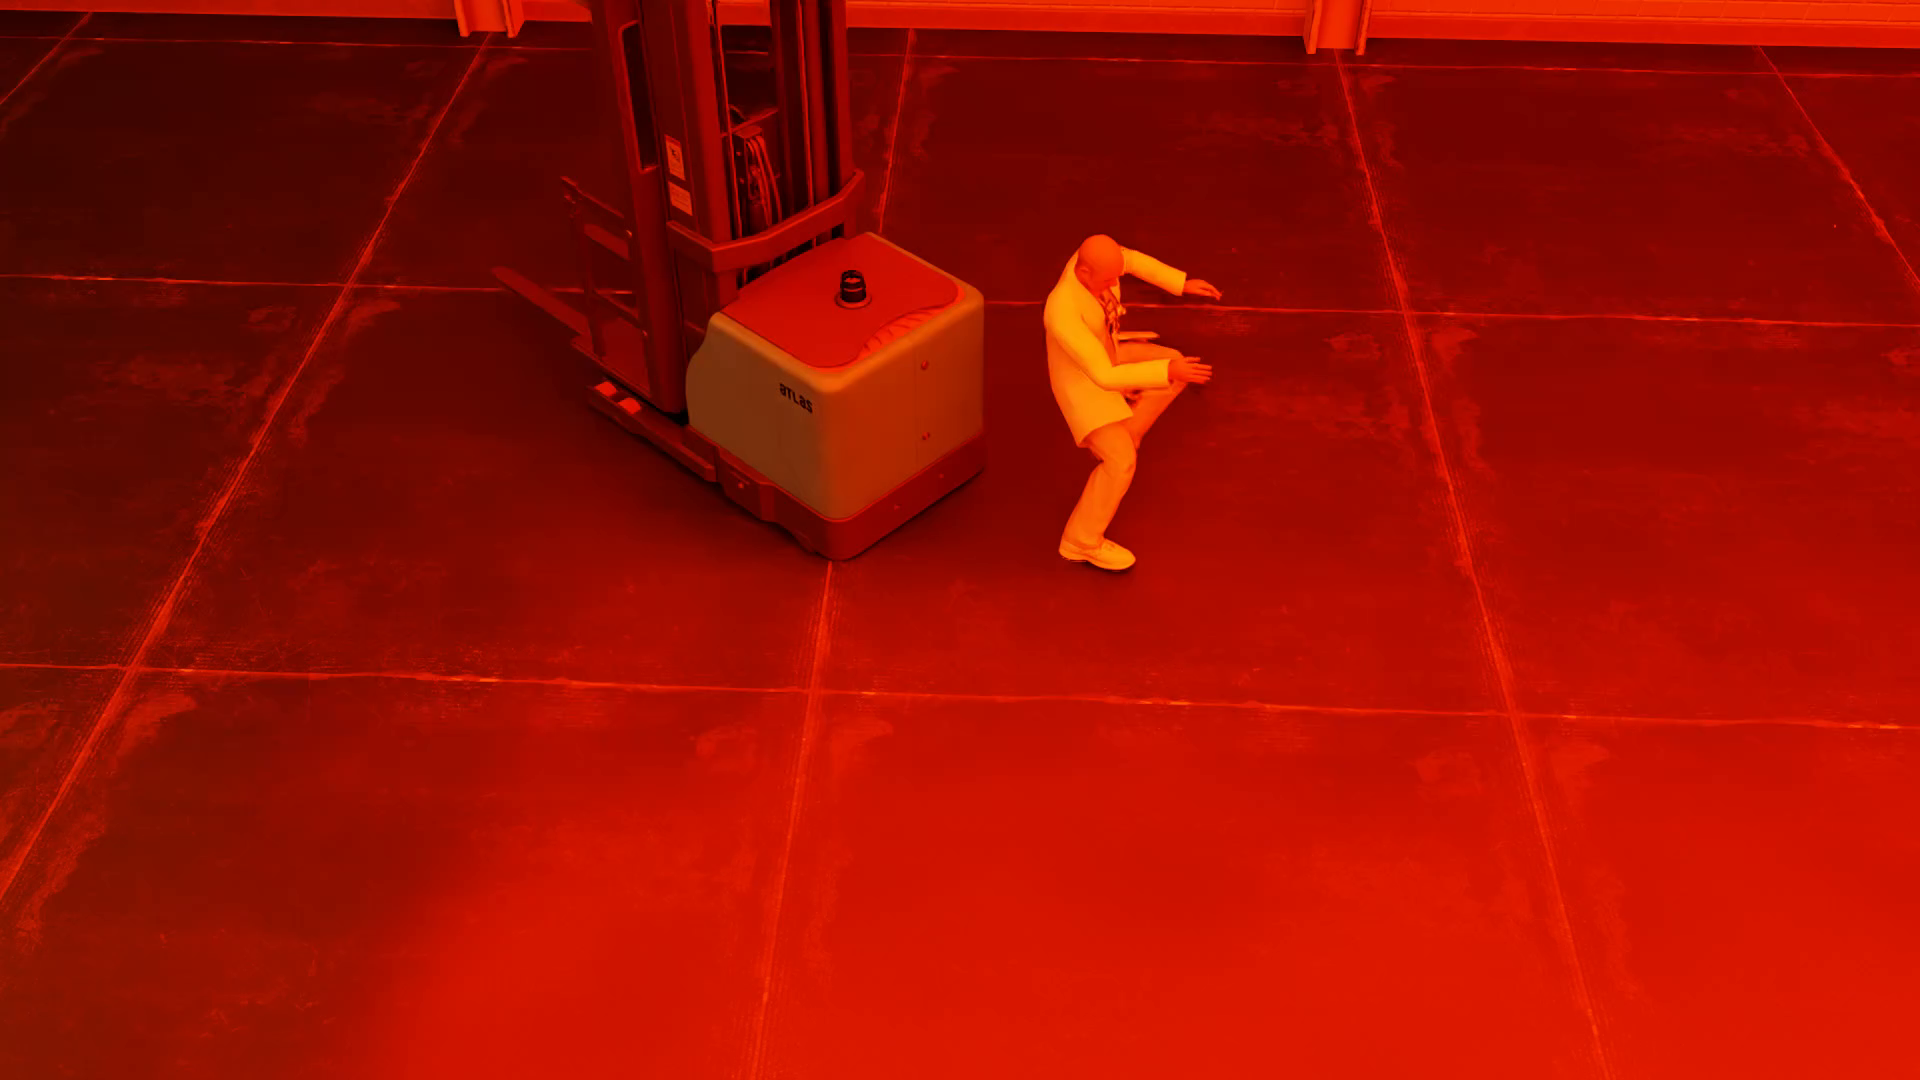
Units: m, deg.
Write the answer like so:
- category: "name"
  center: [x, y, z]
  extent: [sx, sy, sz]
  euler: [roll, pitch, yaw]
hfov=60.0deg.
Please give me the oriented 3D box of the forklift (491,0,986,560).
- category: "forklift"
  center: [-1.284, -1.870, 7.790]
  extent: [3.031, 2.935, 1.130]
  euler: [33, 52, 31]

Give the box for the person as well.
- category: "person"
  center: [0.781, -0.728, 7.584]
  extent: [0.827, 1.521, 0.949]
  euler: [18, 45, 19]
